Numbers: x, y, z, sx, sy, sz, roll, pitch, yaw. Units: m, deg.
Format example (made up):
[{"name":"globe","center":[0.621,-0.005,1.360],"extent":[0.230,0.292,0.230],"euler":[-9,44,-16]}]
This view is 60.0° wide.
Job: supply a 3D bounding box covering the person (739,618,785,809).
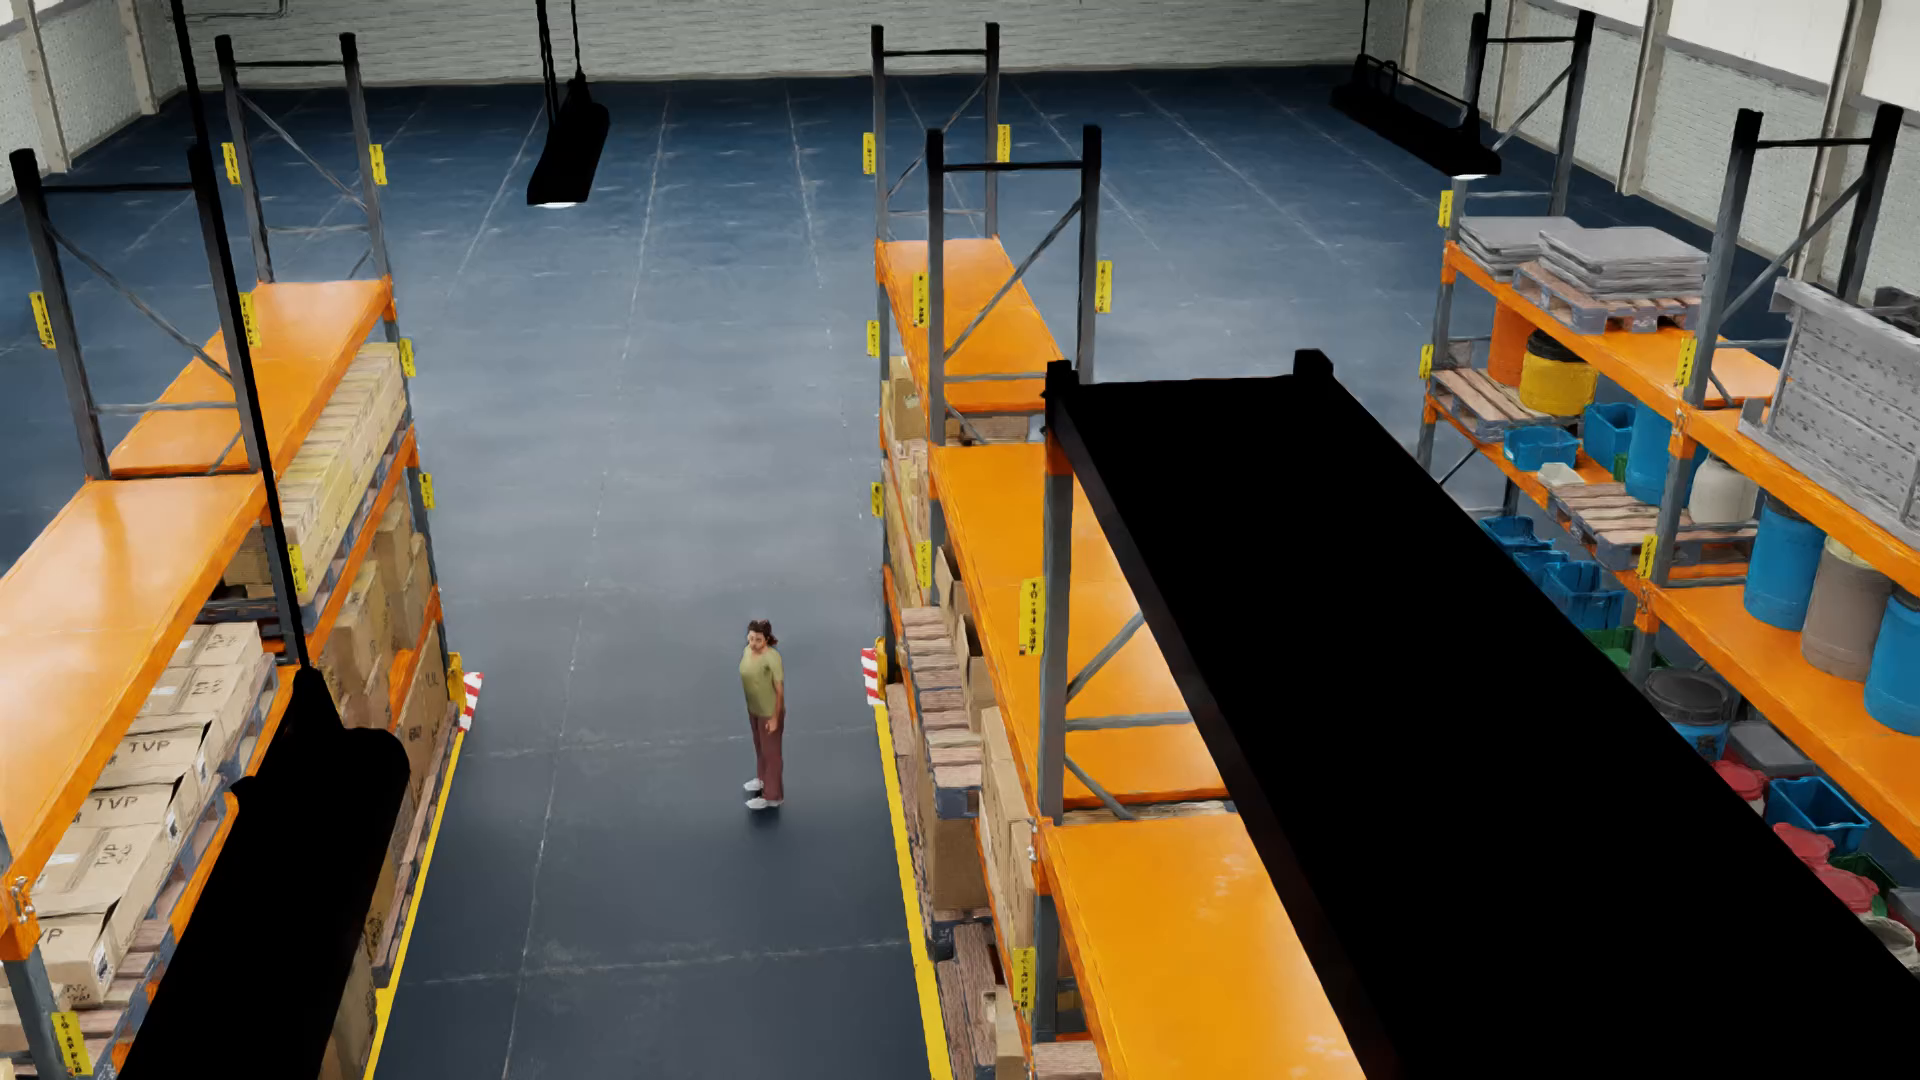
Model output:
[{"name":"person","center":[-1.640,1.402,13.593],"extent":[0.440,1.675,0.498],"euler":[-19,31,-34]}]
